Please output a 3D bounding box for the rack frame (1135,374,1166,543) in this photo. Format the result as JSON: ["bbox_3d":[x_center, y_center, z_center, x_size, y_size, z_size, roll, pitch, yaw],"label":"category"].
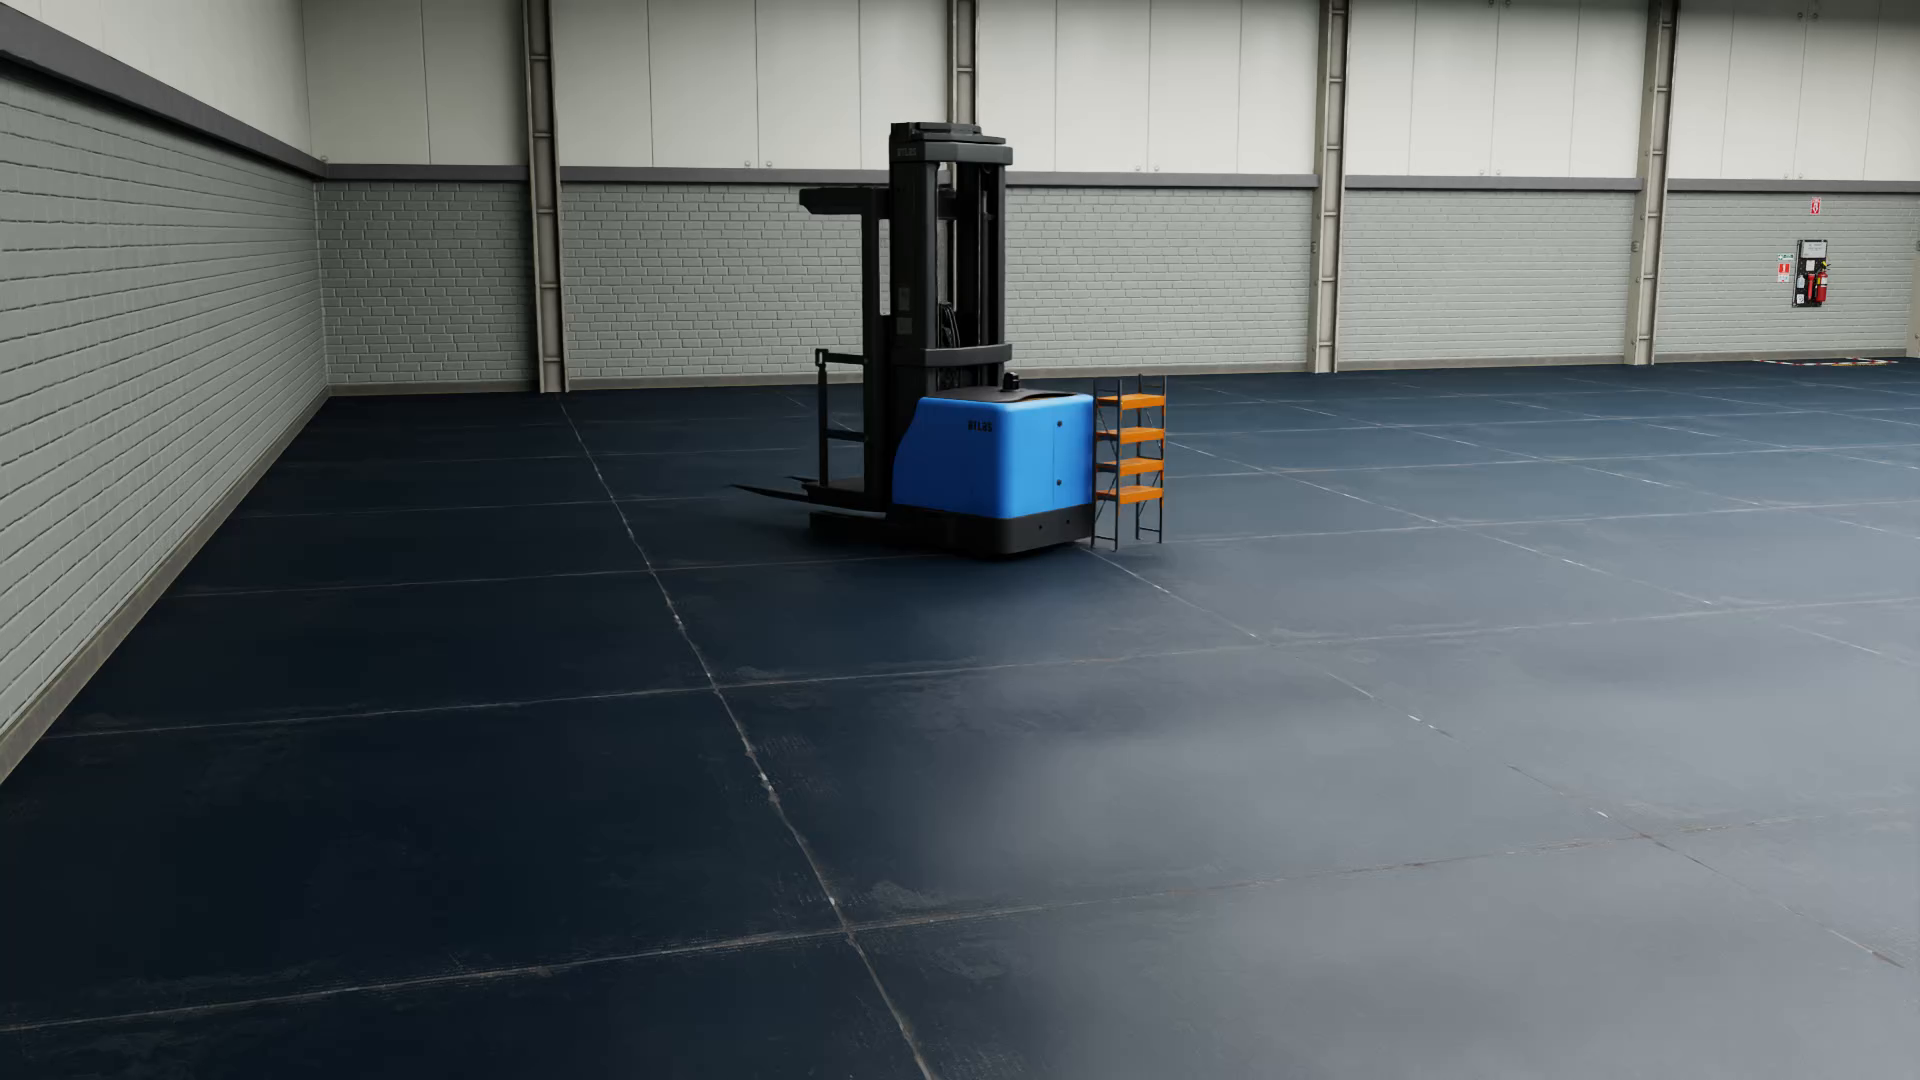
[{"bbox_3d":[1.364,-0.582,11.896,0.015,1.200,0.240,-10,14,-44],"label":"rack frame"}]

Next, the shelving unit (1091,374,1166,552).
[{"bbox_3d":[1.190,-0.551,11.728,0.503,1.200,0.258,-10,14,-44],"label":"shelving unit"}]

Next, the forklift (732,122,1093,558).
[{"bbox_3d":[-0.471,-1.523,12.222,3.031,2.935,1.130,9,14,41],"label":"forklift"}]

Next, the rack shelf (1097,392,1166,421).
[{"bbox_3d":[1.190,-0.938,11.657,0.480,0.148,0.258,-10,14,-44],"label":"rack shelf"}]

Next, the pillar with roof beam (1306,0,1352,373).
[{"bbox_3d":[7.009,-6.376,21.827,0.400,9.000,9.100,-3,11,-16],"label":"pillar with roof beam"}]

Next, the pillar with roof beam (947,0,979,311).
[{"bbox_3d":[1.249,-6.073,20.178,0.400,9.000,9.100,-3,11,-16],"label":"pillar with roof beam"}]

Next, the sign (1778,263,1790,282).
[{"bbox_3d":[14.385,-4.670,29.033,0.234,0.329,0.001,-3,11,-16],"label":"sign"}]

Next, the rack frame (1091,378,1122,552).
[{"bbox_3d":[1.016,-0.520,11.560,0.015,1.200,0.240,-10,14,-44],"label":"rack frame"}]

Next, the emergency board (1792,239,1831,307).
[{"bbox_3d":[14.945,-4.663,29.091,0.643,1.169,0.194,-3,11,-16],"label":"emergency board"}]

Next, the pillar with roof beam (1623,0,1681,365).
[{"bbox_3d":[12.770,-6.680,23.476,0.400,9.000,9.100,-3,11,-16],"label":"pillar with roof beam"}]

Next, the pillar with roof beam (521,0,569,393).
[{"bbox_3d":[-4.512,-5.769,18.528,0.400,9.000,9.100,-3,11,-16],"label":"pillar with roof beam"}]

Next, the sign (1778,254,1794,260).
[{"bbox_3d":[14.392,-4.930,28.978,0.331,0.109,0.001,-3,11,-16],"label":"sign"}]

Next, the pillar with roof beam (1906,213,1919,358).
[{"bbox_3d":[18.531,-6.983,25.126,0.400,9.000,9.100,-3,11,-16],"label":"pillar with roof beam"}]

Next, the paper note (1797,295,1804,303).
[{"bbox_3d":[14.755,-4.233,29.187,0.142,0.148,0.016,-3,11,-16],"label":"paper note"}]

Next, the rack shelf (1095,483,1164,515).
[{"bbox_3d":[1.190,-0.290,11.776,0.480,0.148,0.258,-10,14,-44],"label":"rack shelf"}]

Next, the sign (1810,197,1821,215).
[{"bbox_3d":[14.909,-5.820,28.973,0.199,0.298,0.001,-3,11,-16],"label":"sign"}]

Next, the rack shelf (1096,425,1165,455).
[{"bbox_3d":[1.190,-0.705,11.700,0.480,0.148,0.258,-10,14,-44],"label":"rack shelf"}]

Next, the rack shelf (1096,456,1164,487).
[{"bbox_3d":[1.190,-0.485,11.740,0.480,0.148,0.258,-10,14,-44],"label":"rack shelf"}]
